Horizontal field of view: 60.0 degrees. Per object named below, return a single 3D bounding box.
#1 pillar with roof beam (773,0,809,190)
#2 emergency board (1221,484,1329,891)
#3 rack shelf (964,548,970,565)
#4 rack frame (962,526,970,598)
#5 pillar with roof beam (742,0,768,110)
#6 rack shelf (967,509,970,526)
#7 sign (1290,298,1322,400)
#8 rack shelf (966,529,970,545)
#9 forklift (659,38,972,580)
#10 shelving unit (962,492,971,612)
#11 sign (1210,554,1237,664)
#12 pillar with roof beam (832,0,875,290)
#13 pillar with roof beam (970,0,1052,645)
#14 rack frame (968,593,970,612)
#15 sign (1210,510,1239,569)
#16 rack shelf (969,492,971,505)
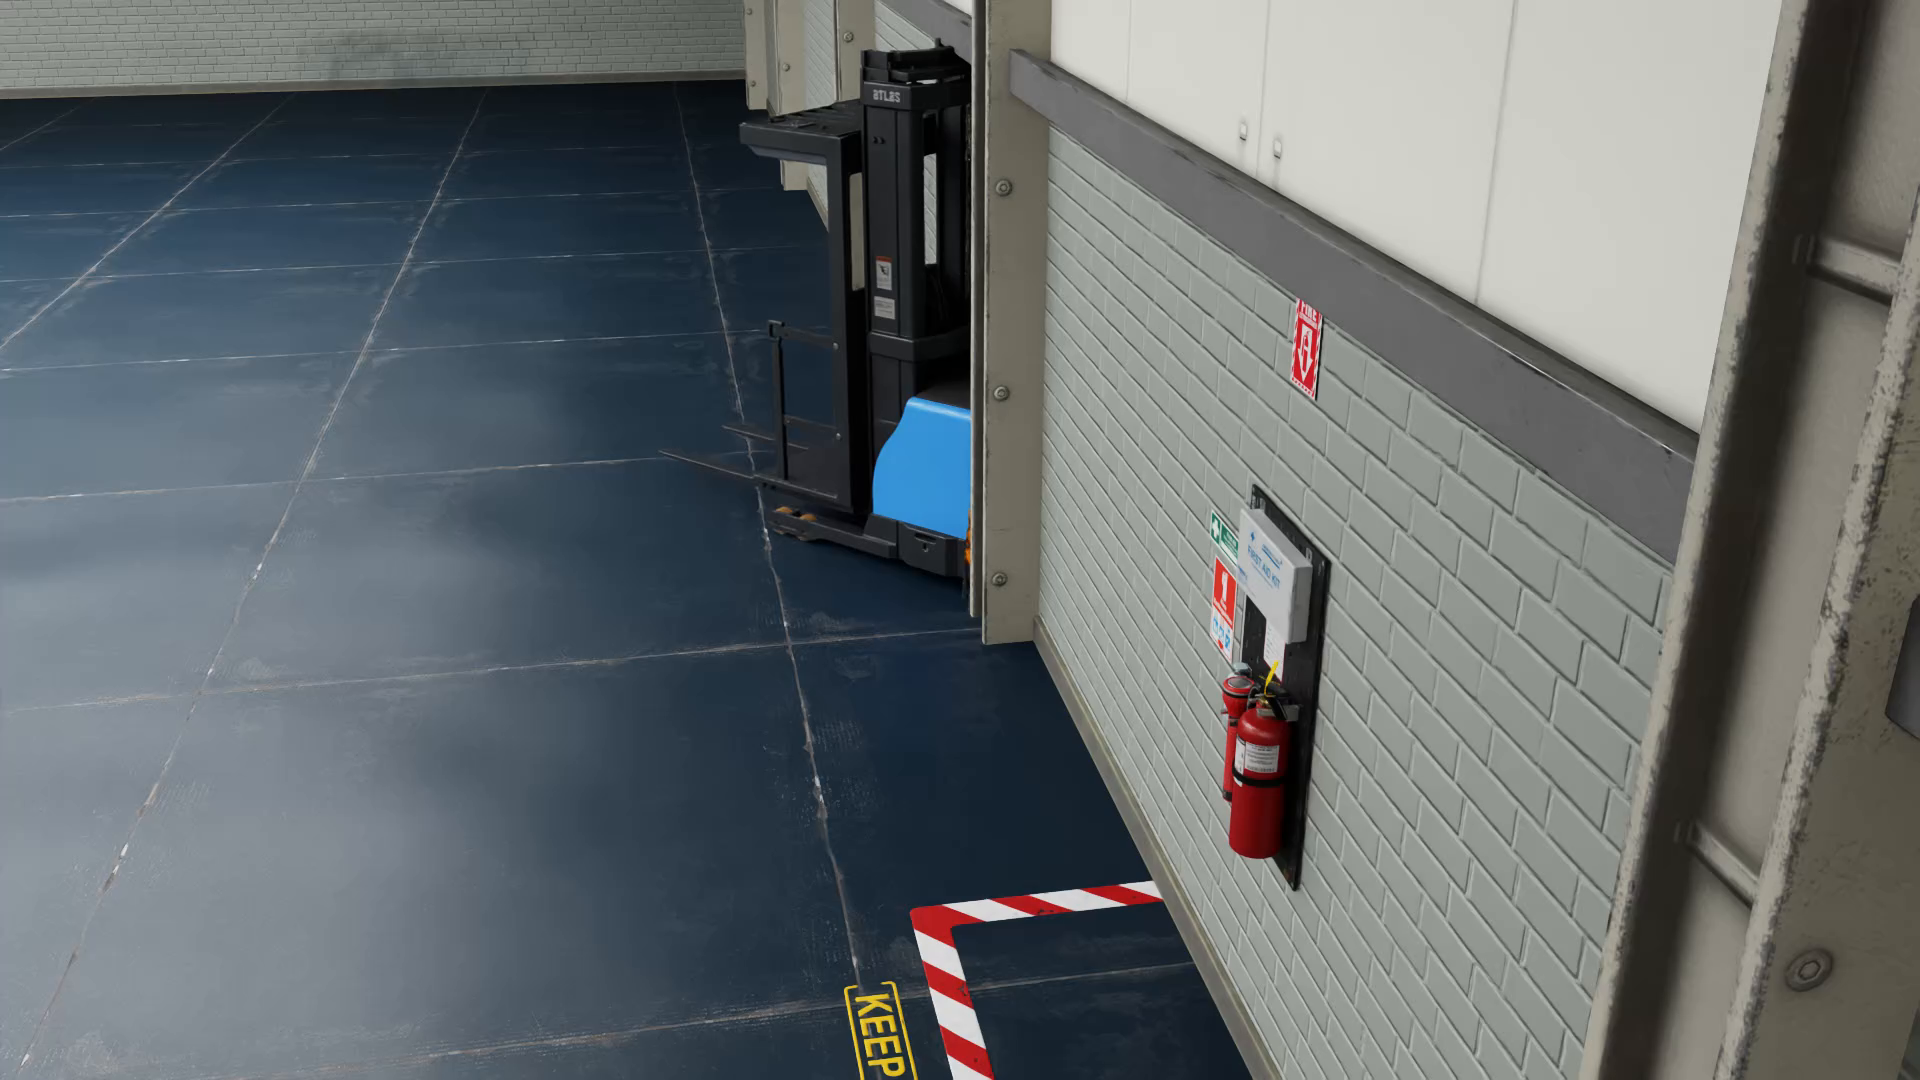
[{"bbox_3d":[-6.205,-8.051,17.440,9.100,9.000,0.400,-4,24,-10],"label":"pillar with roof beam"},{"bbox_3d":[0.935,0.485,5.391,0.194,1.169,0.643,-4,24,-10],"label":"emergency board"},{"bbox_3d":[0.166,0.128,9.328,0.258,0.103,0.180,0,23,-11],"label":"rack shelf"},{"bbox_3d":[0.172,-0.170,9.299,0.240,1.200,0.006,0,23,-11],"label":"rack frame"},{"bbox_3d":[-7.315,-10.411,22.843,9.100,9.000,0.400,-4,24,-10],"label":"pillar with roof beam"},{"bbox_3d":[0.185,-0.092,9.234,0.258,0.103,0.180,0,23,-11],"label":"rack shelf"},{"bbox_3d":[1.031,-0.588,4.951,0.001,0.298,0.199,-4,24,-10],"label":"sign"},{"bbox_3d":[0.175,0.018,9.281,0.258,0.103,0.180,0,23,-11],"label":"rack shelf"},{"bbox_3d":[-0.583,-1.488,9.995,3.031,2.935,1.130,16,28,32],"label":"forklift"},{"bbox_3d":[0.188,-0.133,9.217,0.258,1.200,0.189,0,23,-11],"label":"shelving unit"},{"bbox_3d":[0.934,0.244,5.899,0.001,0.329,0.234,-4,24,-10],"label":"sign"},{"bbox_3d":[-5.096,-5.690,12.036,9.100,9.000,0.400,-4,24,-10],"label":"pillar with roof beam"},{"bbox_3d":[-3.986,-3.330,6.632,9.100,9.000,0.400,-4,24,-10],"label":"pillar with roof beam"},{"bbox_3d":[0.204,-0.097,9.135,0.240,1.200,0.006,0,23,-11],"label":"rack frame"},{"bbox_3d":[0.926,0.003,5.788,0.001,0.109,0.331,-4,24,-10],"label":"sign"},{"bbox_3d":[0.194,-0.202,9.188,0.258,0.103,0.180,0,23,-11],"label":"rack shelf"}]
